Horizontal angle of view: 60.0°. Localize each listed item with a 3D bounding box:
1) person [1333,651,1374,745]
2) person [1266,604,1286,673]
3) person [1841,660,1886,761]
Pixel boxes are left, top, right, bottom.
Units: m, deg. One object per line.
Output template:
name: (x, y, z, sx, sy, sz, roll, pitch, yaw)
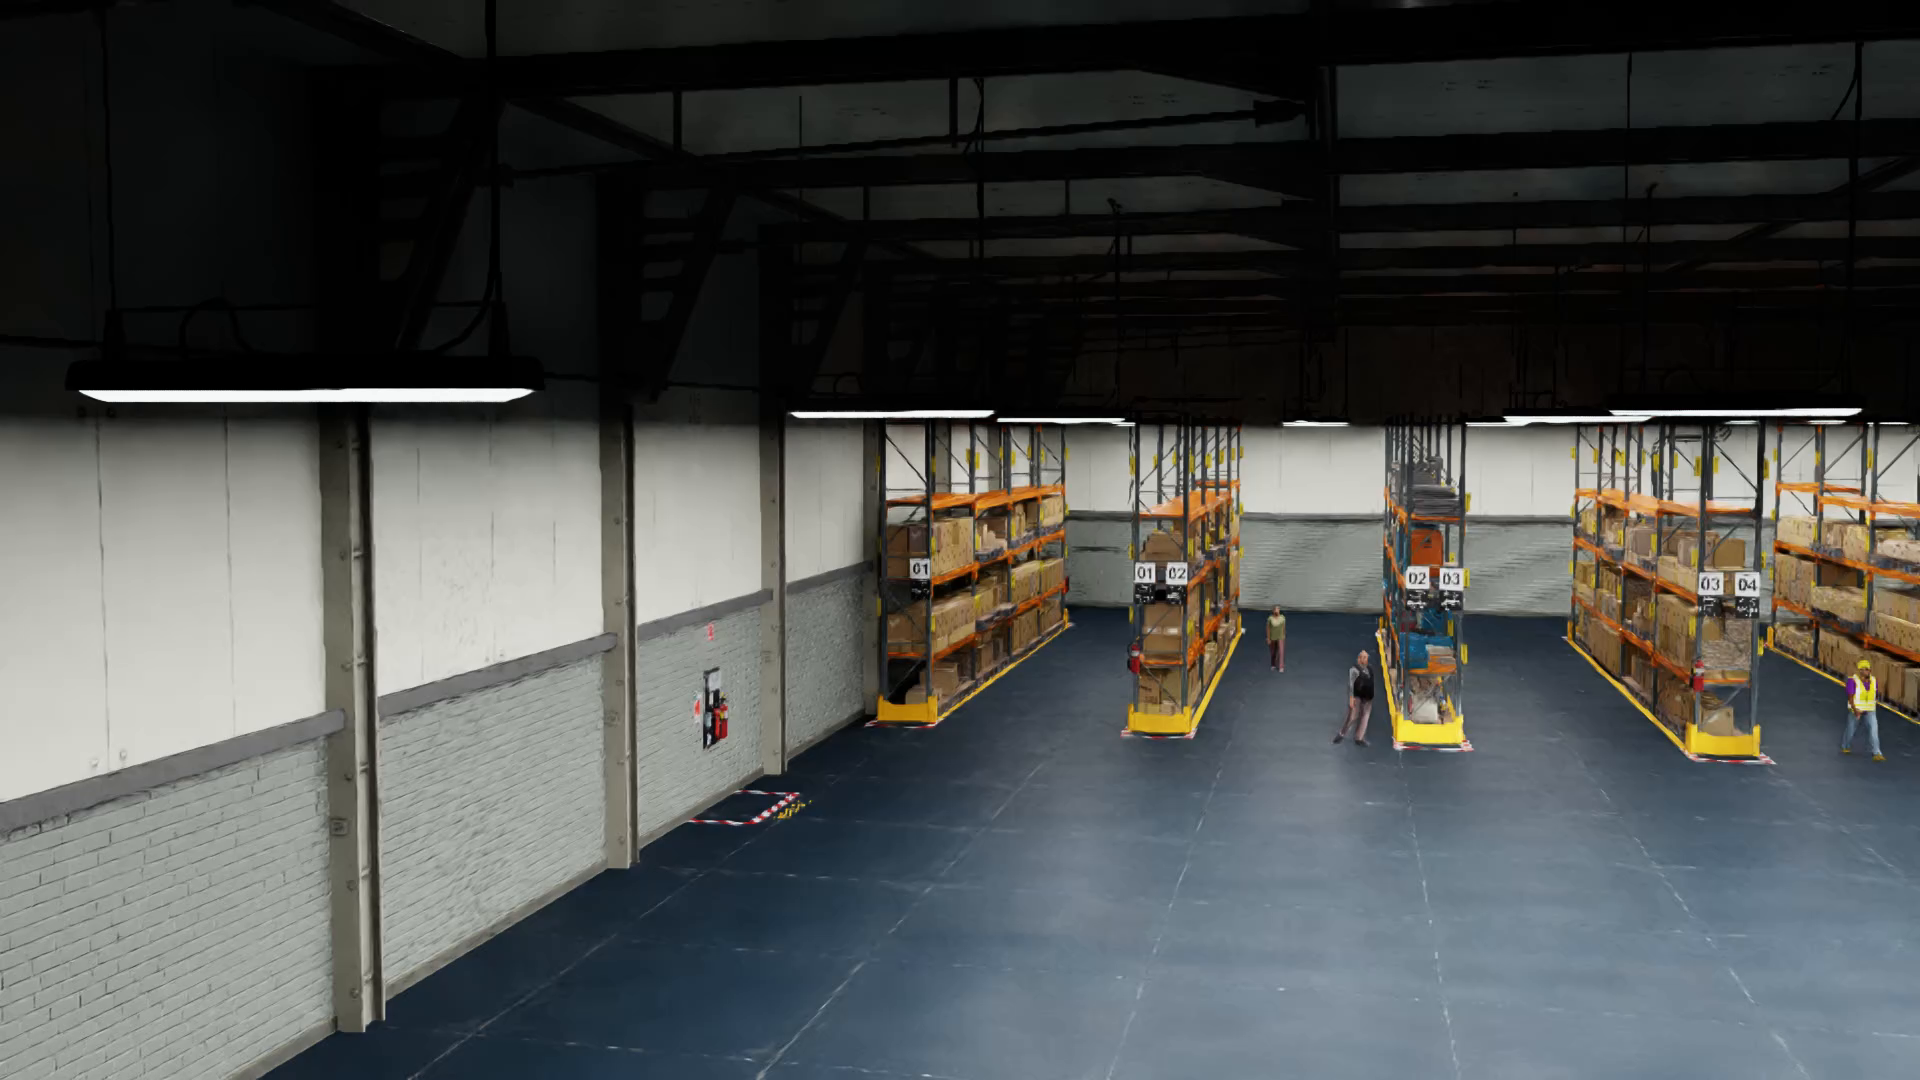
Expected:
person: (7.104, 2.941, 29.940, 0.722, 1.515, 0.518, -2, 4, -28)
person: (7.381, 2.277, 38.856, 0.451, 1.586, 1.099, 1, 4, 11)
person: (15.585, 2.917, 28.726, 0.567, 1.709, 1.034, 0, 4, 4)
